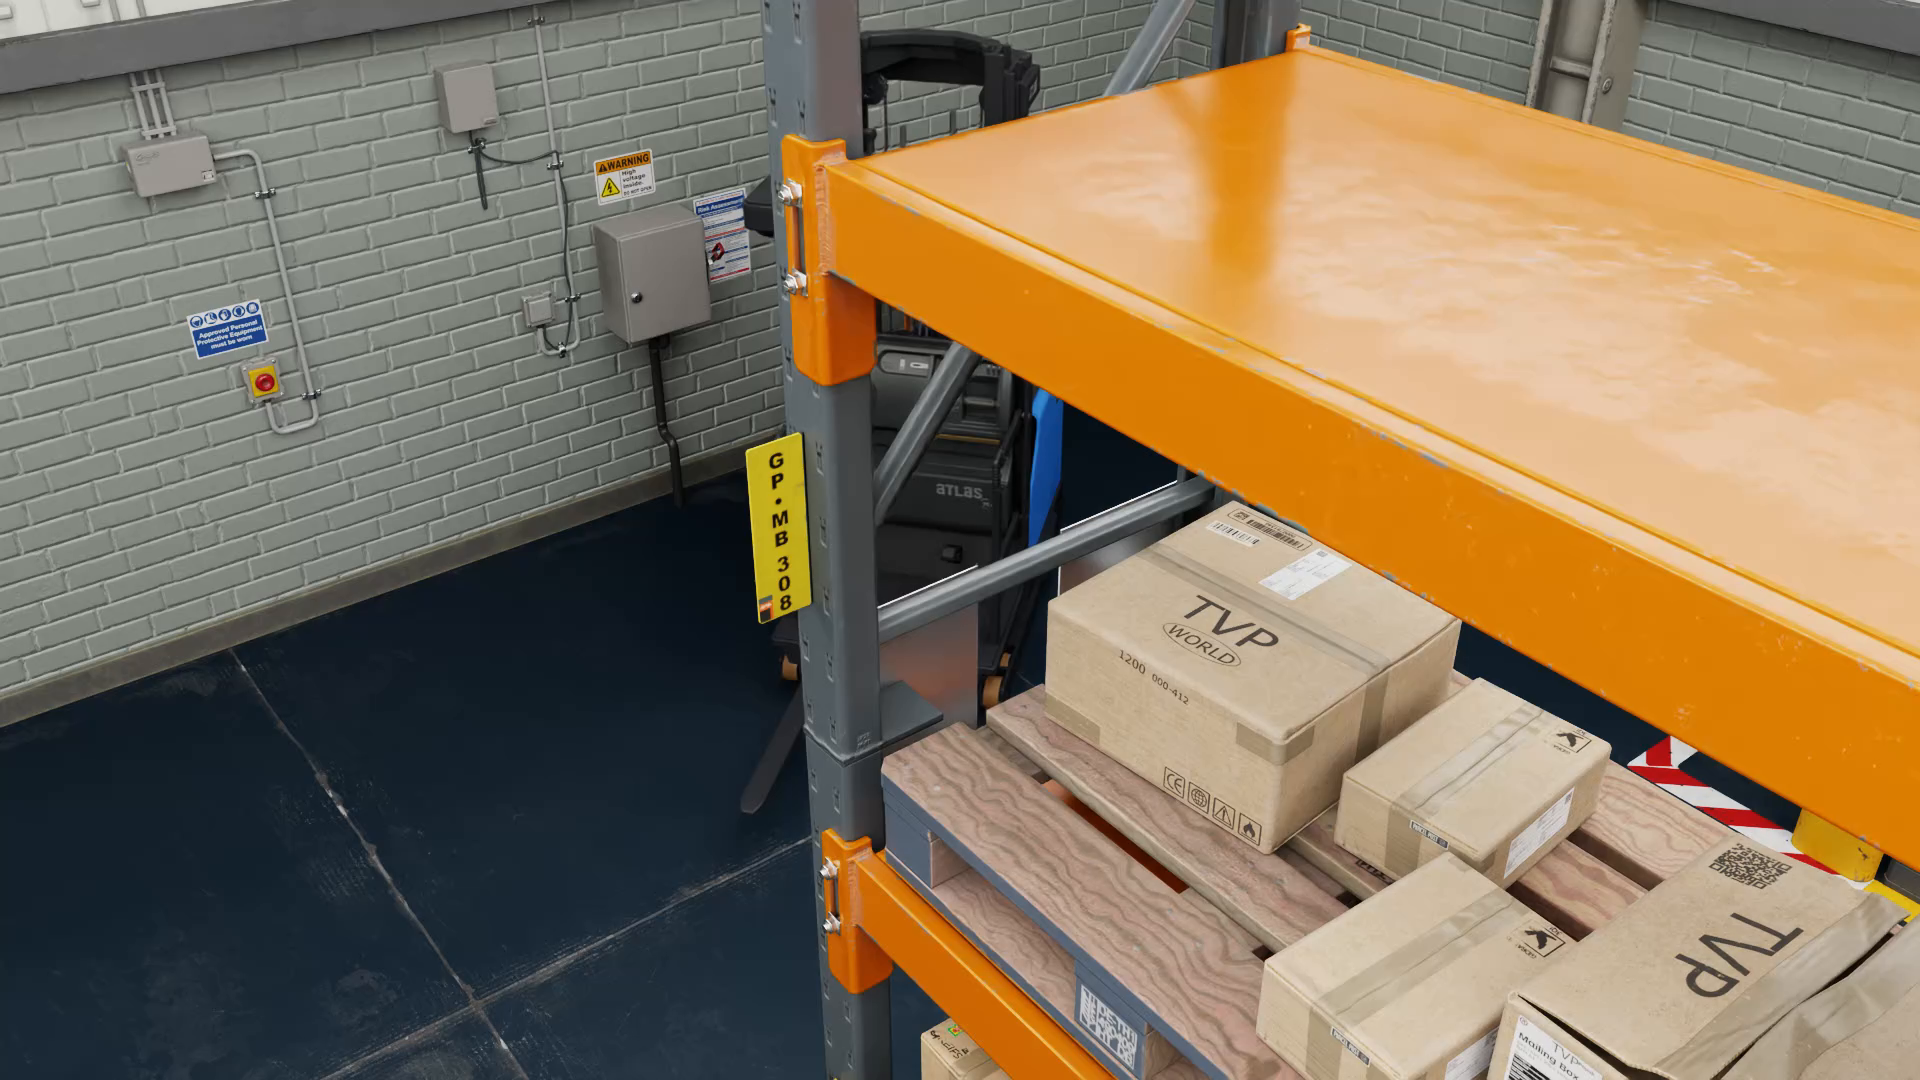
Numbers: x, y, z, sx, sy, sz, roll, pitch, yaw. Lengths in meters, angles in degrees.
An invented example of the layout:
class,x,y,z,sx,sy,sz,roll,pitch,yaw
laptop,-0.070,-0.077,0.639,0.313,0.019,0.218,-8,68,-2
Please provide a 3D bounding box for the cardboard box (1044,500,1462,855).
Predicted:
class,x,y,z,sx,sy,sz,roll,pitch,yaw
cardboard box,0.498,0.213,2.870,0.500,0.250,0.500,-26,40,-36

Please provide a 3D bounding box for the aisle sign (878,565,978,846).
class,x,y,z,sx,sy,sz,roll,pitch,yaw
aisle sign,-0.122,0.446,3.225,0.394,0.787,0.004,-22,38,-31

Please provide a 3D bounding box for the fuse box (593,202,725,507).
class,x,y,z,sx,sy,sz,roll,pitch,yaw
fuse box,-1.577,-0.928,9.122,0.539,1.711,0.414,-22,38,-31

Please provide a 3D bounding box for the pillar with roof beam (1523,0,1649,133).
class,x,y,z,sx,sy,sz,roll,pitch,yaw
pillar with roof beam,-0.273,-2.692,5.055,9.100,9.000,0.400,-22,38,-31

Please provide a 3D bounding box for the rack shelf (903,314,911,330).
class,x,y,z,sx,sy,sz,roll,pitch,yaw
rack shelf,-0.001,-1.264,9.321,0.431,0.518,0.480,-27,41,-36

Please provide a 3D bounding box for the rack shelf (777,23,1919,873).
class,x,y,z,sx,sy,sz,roll,pitch,yaw
rack shelf,1.377,0.247,1.384,1.077,0.370,4.000,-22,38,-31

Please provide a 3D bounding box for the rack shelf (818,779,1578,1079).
class,x,y,z,sx,sy,sz,roll,pitch,yaw
rack shelf,1.377,1.351,2.070,1.077,0.370,4.000,-22,38,-31

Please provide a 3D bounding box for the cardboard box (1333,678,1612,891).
class,x,y,z,sx,sy,sz,roll,pitch,yaw
cardboard box,0.818,0.405,2.657,0.380,0.149,0.250,-26,40,-35

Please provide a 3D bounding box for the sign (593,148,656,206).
class,x,y,z,sx,sy,sz,roll,pitch,yaw
sign,-1.747,-1.894,8.674,0.339,0.242,0.001,-22,38,-31

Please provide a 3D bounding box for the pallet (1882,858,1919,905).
class,x,y,z,sx,sy,sz,roll,pitch,yaw
pallet,4.606,1.427,6.752,1.003,0.211,1.213,-22,38,-31

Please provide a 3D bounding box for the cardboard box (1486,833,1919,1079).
class,x,y,z,sx,sy,sz,roll,pitch,yaw
cardboard box,1.029,0.669,2.078,0.500,0.311,0.500,-22,38,-31

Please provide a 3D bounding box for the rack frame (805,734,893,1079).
class,x,y,z,sx,sy,sz,roll,pitch,yaw
rack frame,0.151,1.486,4.014,1.000,3.000,0.127,-22,38,-31

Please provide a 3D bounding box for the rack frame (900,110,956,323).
class,x,y,z,sx,sy,sz,roll,pitch,yaw
rack frame,-0.171,-1.368,9.463,0.400,2.100,0.015,-27,41,-36

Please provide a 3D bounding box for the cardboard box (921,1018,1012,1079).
class,x,y,z,sx,sy,sz,roll,pitch,yaw
cardboard box,0.150,0.981,3.170,0.380,0.149,0.250,-21,38,-30

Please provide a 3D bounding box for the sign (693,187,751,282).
class,x,y,z,sx,sy,sz,roll,pitch,yaw
sign,-1.313,-1.681,9.203,0.329,0.494,0.001,-22,38,-31

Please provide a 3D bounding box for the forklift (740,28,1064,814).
class,x,y,z,sx,sy,sz,roll,pitch,yaw
forklift,-0.259,-0.655,7.527,1.130,2.935,3.031,7,33,11

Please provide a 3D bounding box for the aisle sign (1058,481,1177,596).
class,x,y,z,sx,sy,sz,roll,pitch,yaw
aisle sign,0.352,0.252,3.538,0.394,0.787,0.004,-22,38,-31

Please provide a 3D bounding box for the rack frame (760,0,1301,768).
class,x,y,z,sx,sy,sz,roll,pitch,yaw
rack frame,0.151,-1.062,2.431,1.000,3.000,0.127,-22,38,-31

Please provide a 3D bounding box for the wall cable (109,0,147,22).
class,x,y,z,sx,sy,sz,roll,pitch,yaw
wall cable,-3.560,-3.342,6.101,0.463,3.000,0.029,-22,38,-31

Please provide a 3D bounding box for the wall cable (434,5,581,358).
class,x,y,z,sx,sy,sz,roll,pitch,yaw
wall cable,-2.212,-1.751,8.264,0.588,1.984,0.122,-22,38,-31

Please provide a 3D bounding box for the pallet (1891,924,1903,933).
class,x,y,z,sx,sy,sz,roll,pitch,yaw
pallet,1.366,1.064,1.934,1.003,0.211,1.213,-22,38,-31

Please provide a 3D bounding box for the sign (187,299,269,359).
class,x,y,z,sx,sy,sz,roll,pitch,yaw
sign,-3.401,-0.981,7.730,0.327,0.218,0.001,-22,38,-31

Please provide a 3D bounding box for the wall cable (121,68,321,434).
class,x,y,z,sx,sy,sz,roll,pitch,yaw
wall cable,-3.325,-1.301,7.509,0.585,1.953,0.123,-22,38,-31

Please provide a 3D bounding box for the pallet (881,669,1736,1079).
class,x,y,z,sx,sy,sz,roll,pitch,yaw
pallet,0.614,0.556,2.753,1.003,0.211,1.213,-22,38,-31

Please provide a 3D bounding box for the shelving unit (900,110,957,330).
class,x,y,z,sx,sy,sz,roll,pitch,yaw
shelving unit,-0.001,-1.276,9.314,0.431,2.100,0.503,-27,41,-36

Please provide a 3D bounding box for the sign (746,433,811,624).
class,x,y,z,sx,sy,sz,roll,pitch,yaw
sign,-0.291,-0.016,2.686,0.100,0.325,0.005,-22,38,-31

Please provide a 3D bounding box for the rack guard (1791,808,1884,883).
class,x,y,z,sx,sy,sz,roll,pitch,yaw
rack guard,4.116,0.973,7.210,1.175,0.500,0.348,-22,38,-31

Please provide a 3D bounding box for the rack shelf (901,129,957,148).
class,x,y,z,sx,sy,sz,roll,pitch,yaw
rack shelf,-0.001,-1.859,8.952,0.431,0.518,0.480,-27,41,-36

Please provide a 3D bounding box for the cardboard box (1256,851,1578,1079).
class,x,y,z,sx,sy,sz,roll,pitch,yaw
cardboard box,0.636,0.626,2.301,0.380,0.149,0.250,-21,37,-30
